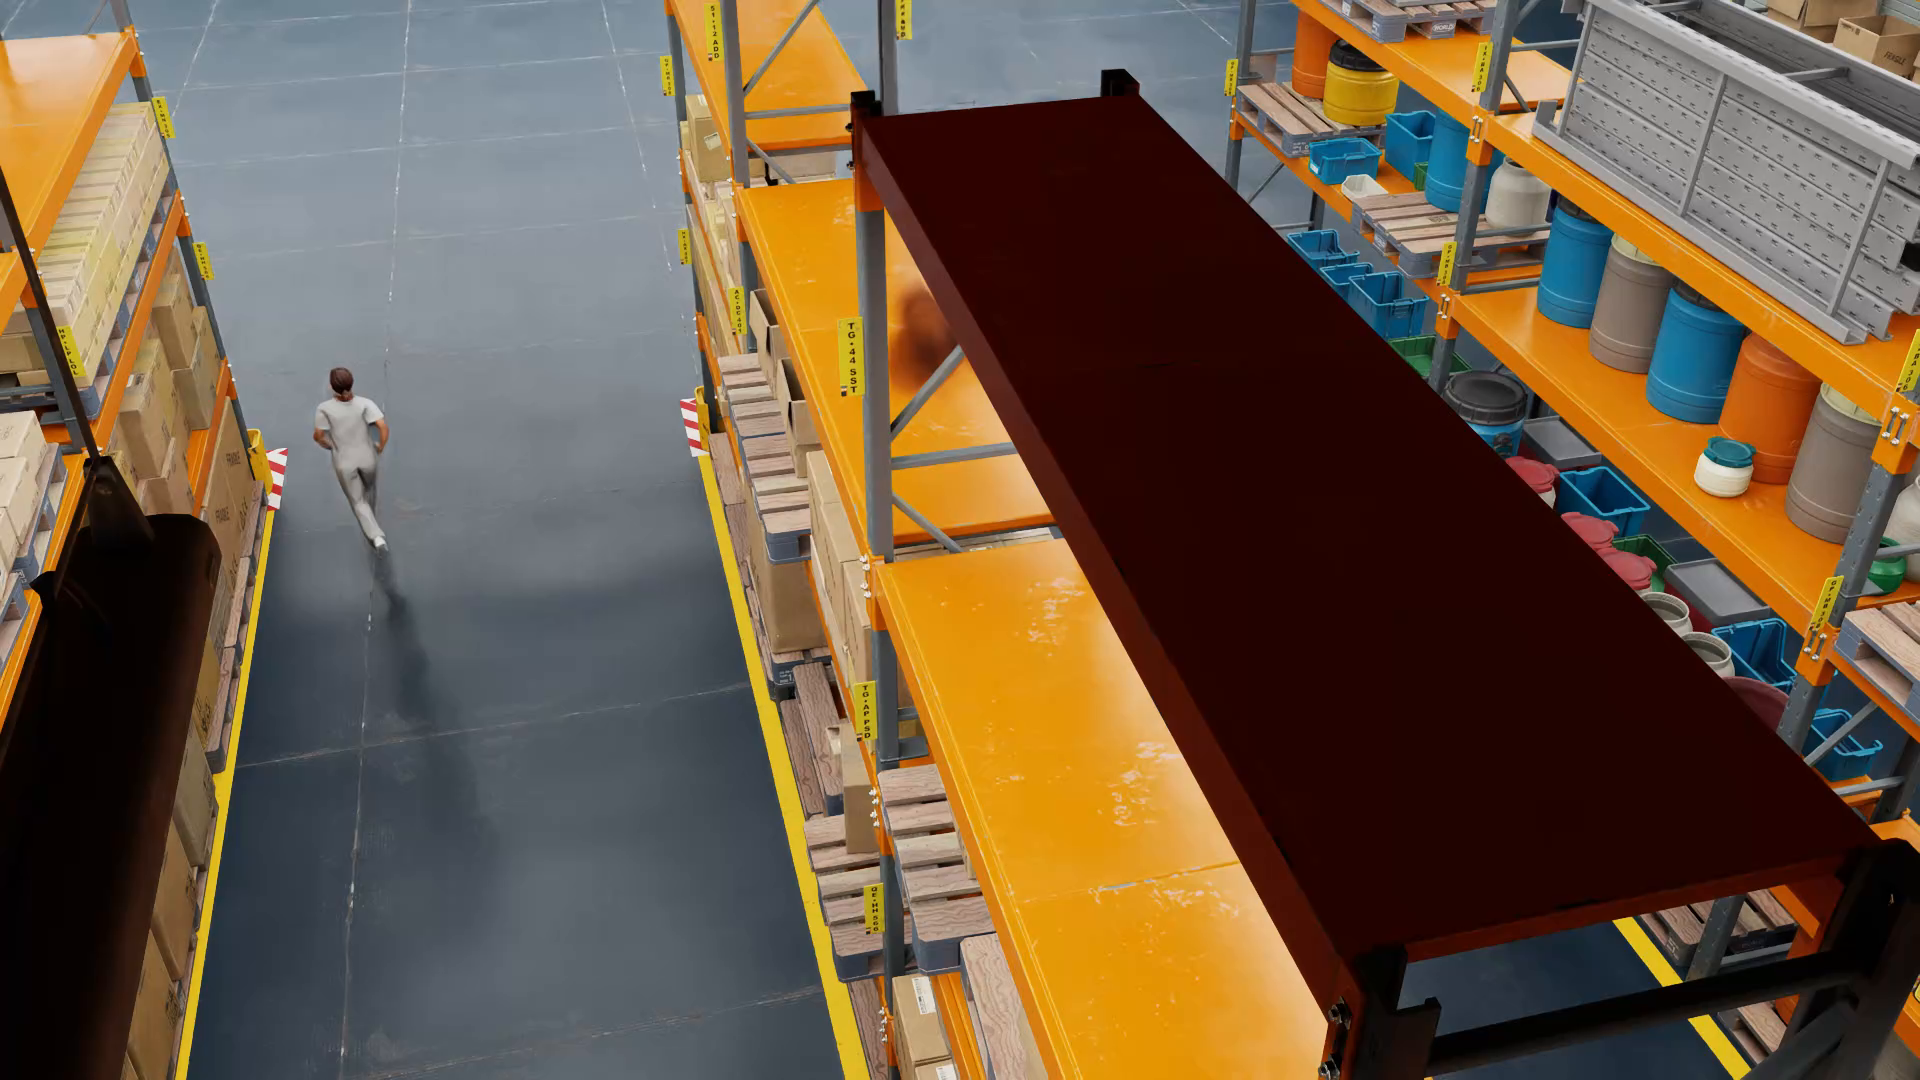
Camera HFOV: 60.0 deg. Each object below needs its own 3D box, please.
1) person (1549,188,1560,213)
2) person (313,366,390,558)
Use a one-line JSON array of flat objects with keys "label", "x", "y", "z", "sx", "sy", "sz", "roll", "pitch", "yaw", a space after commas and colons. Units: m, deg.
[{"label": "person", "x": 6.613, "y": -4.055, "z": 18.566, "sx": 0.780, "sy": 1.666, "sz": 0.593, "roll": 12, "pitch": 36, "yaw": 17}, {"label": "person", "x": -4.871, "y": -0.572, "z": 13.505, "sx": 0.565, "sy": 1.658, "sz": 1.051, "roll": -16, "pitch": 38, "yaw": -22}]
